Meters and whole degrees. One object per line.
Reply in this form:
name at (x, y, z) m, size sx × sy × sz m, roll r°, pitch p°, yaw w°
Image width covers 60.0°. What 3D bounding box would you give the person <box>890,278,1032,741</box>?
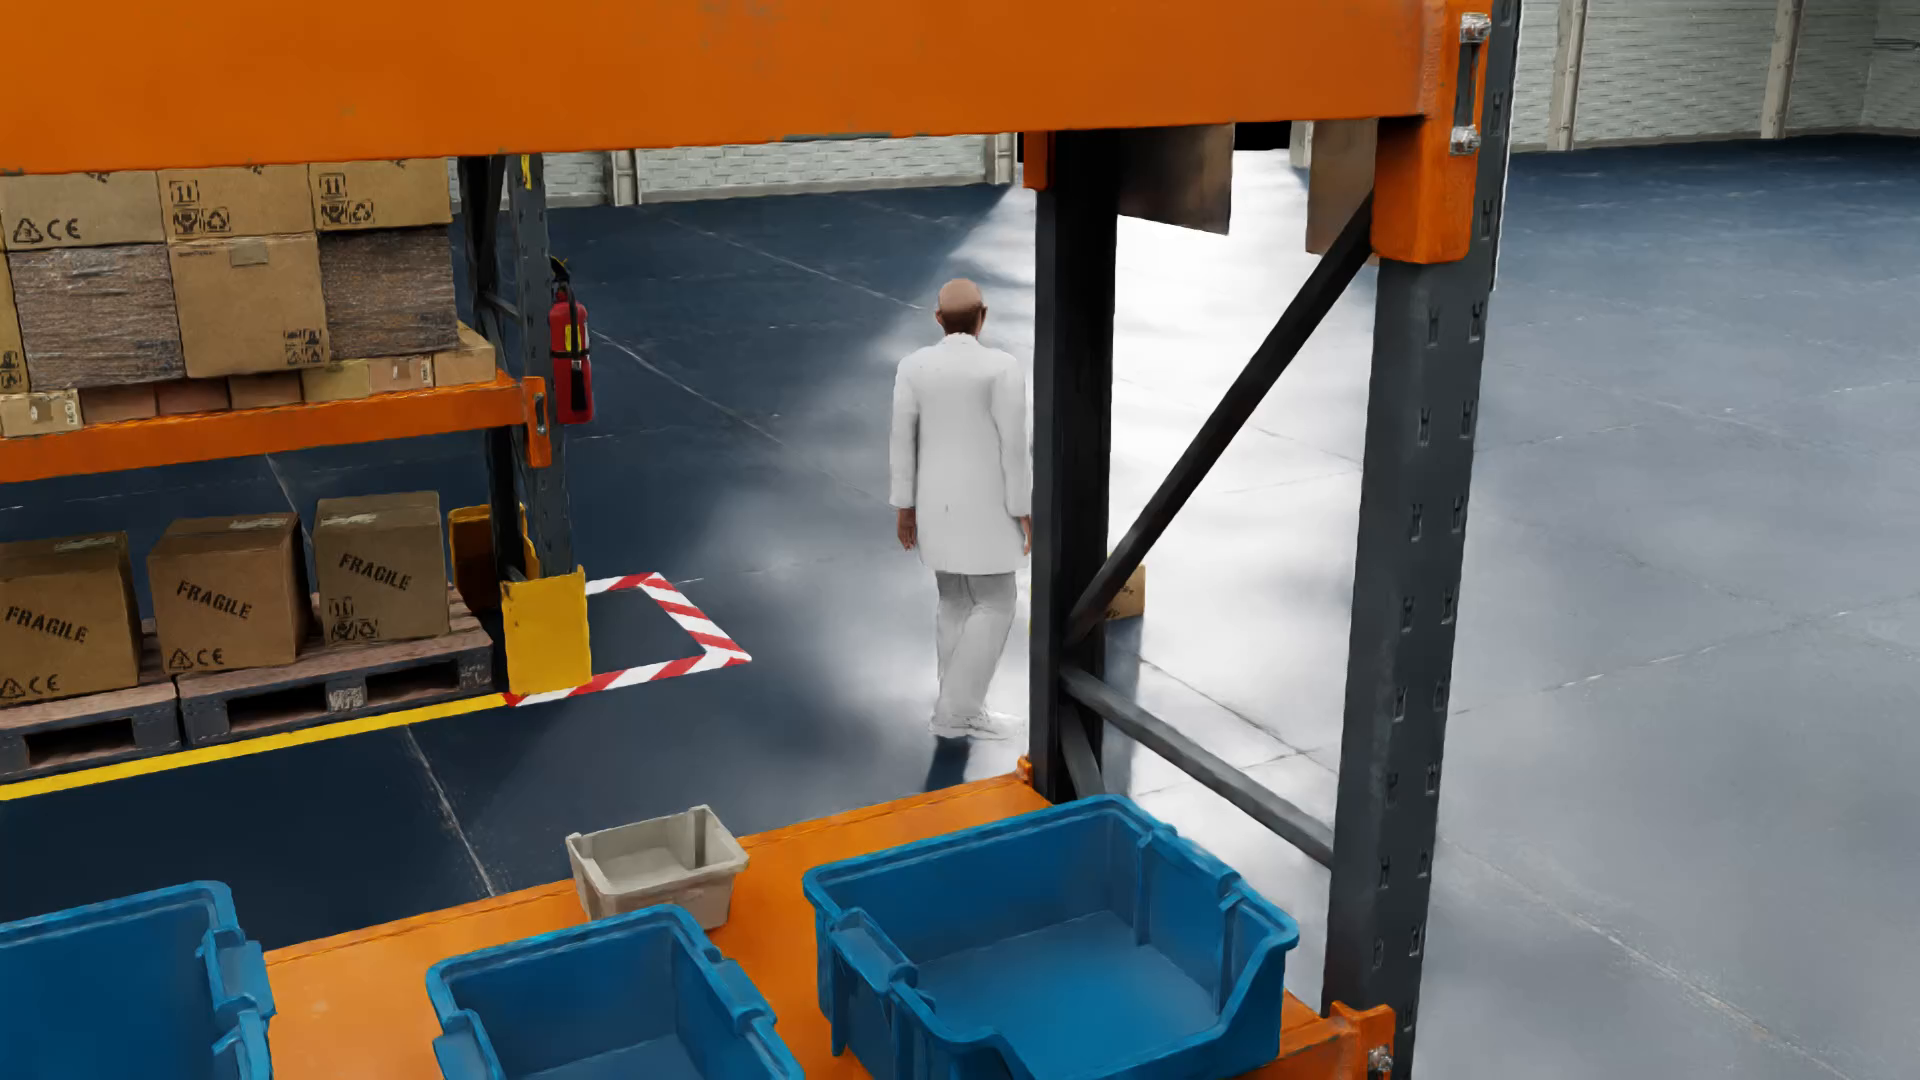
person at (-0.007, -0.050, 6.408) m, size 0.619 × 1.661 × 0.616 m, roll 10°, pitch 21°, yaw 27°
